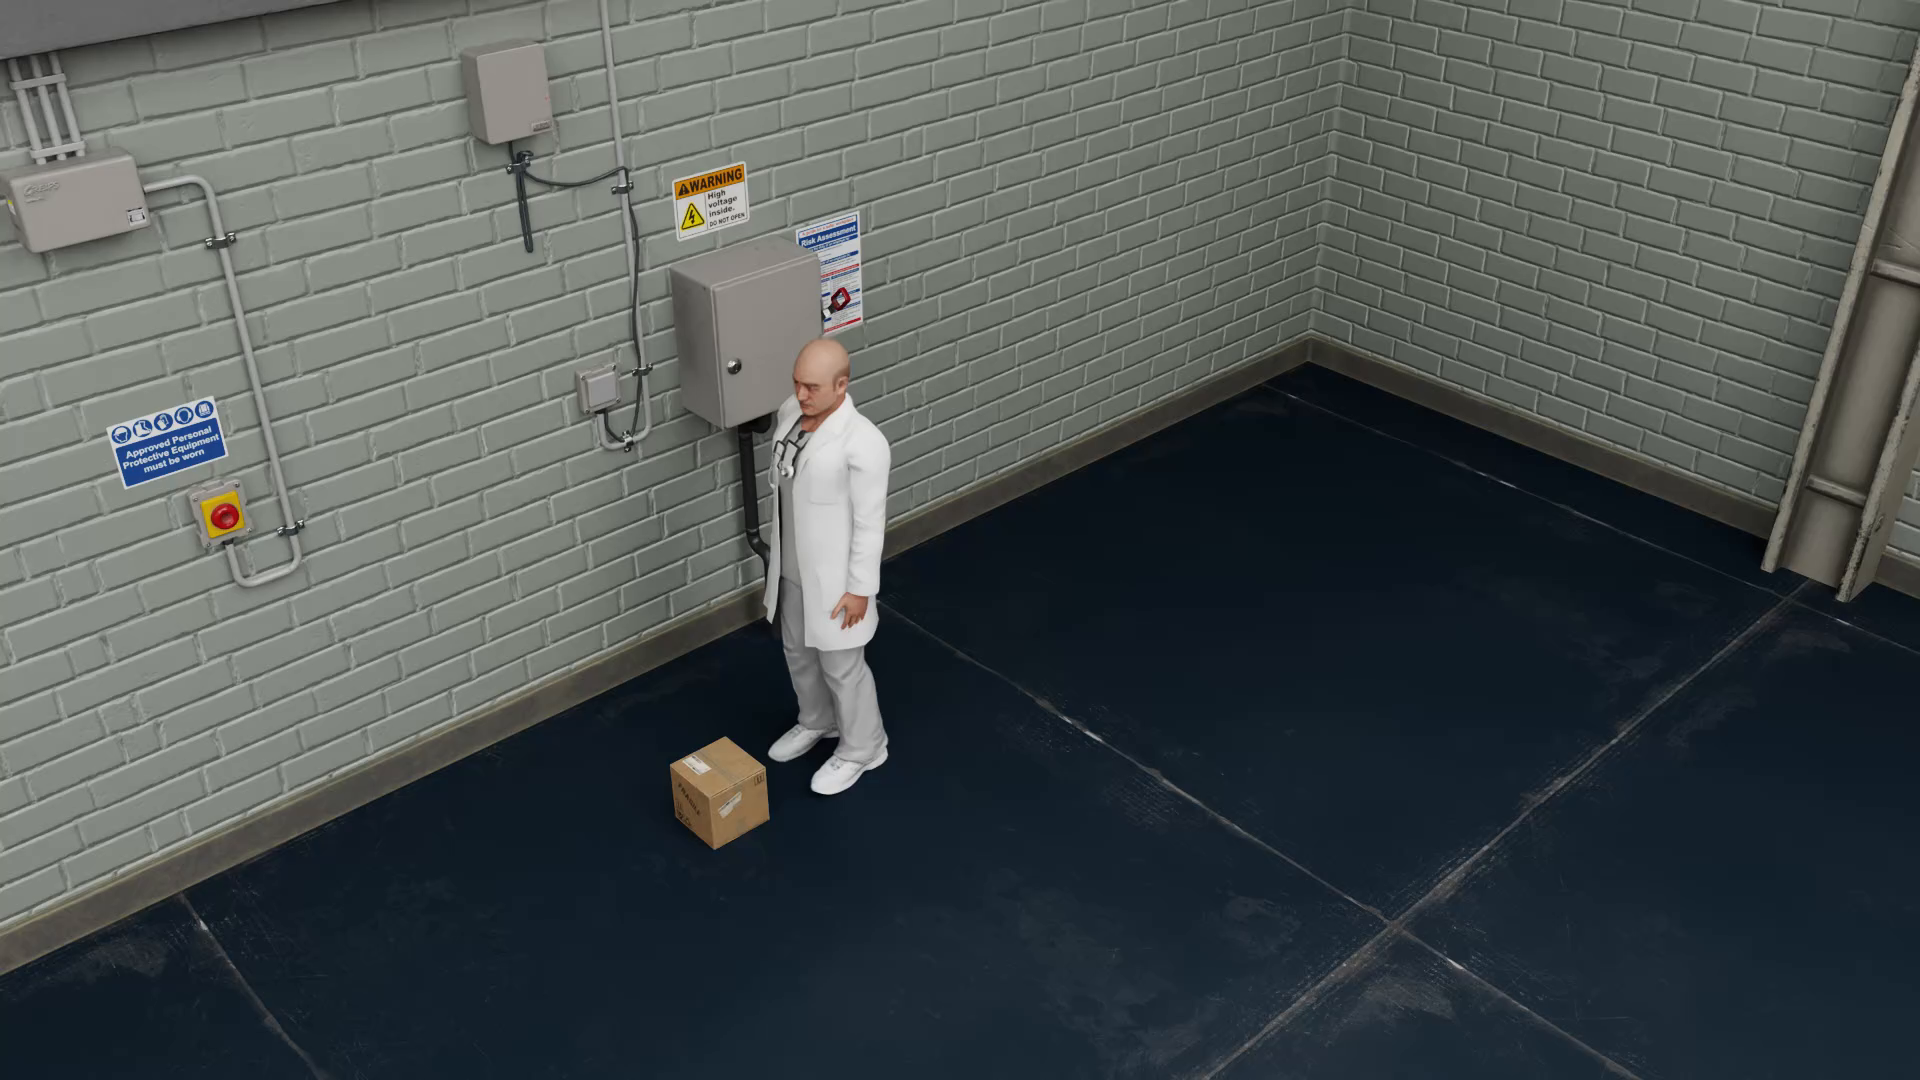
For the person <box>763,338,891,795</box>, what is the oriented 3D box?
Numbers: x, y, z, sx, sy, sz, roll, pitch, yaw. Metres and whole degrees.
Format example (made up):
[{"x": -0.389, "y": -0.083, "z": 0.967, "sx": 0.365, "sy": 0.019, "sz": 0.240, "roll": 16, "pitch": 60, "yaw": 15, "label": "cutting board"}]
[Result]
[{"x": -0.487, "y": 0.106, "z": 5.985, "sx": 0.381, "sy": 1.781, "sz": 0.562, "roll": -25, "pitch": 39, "yaw": -34, "label": "person"}]
